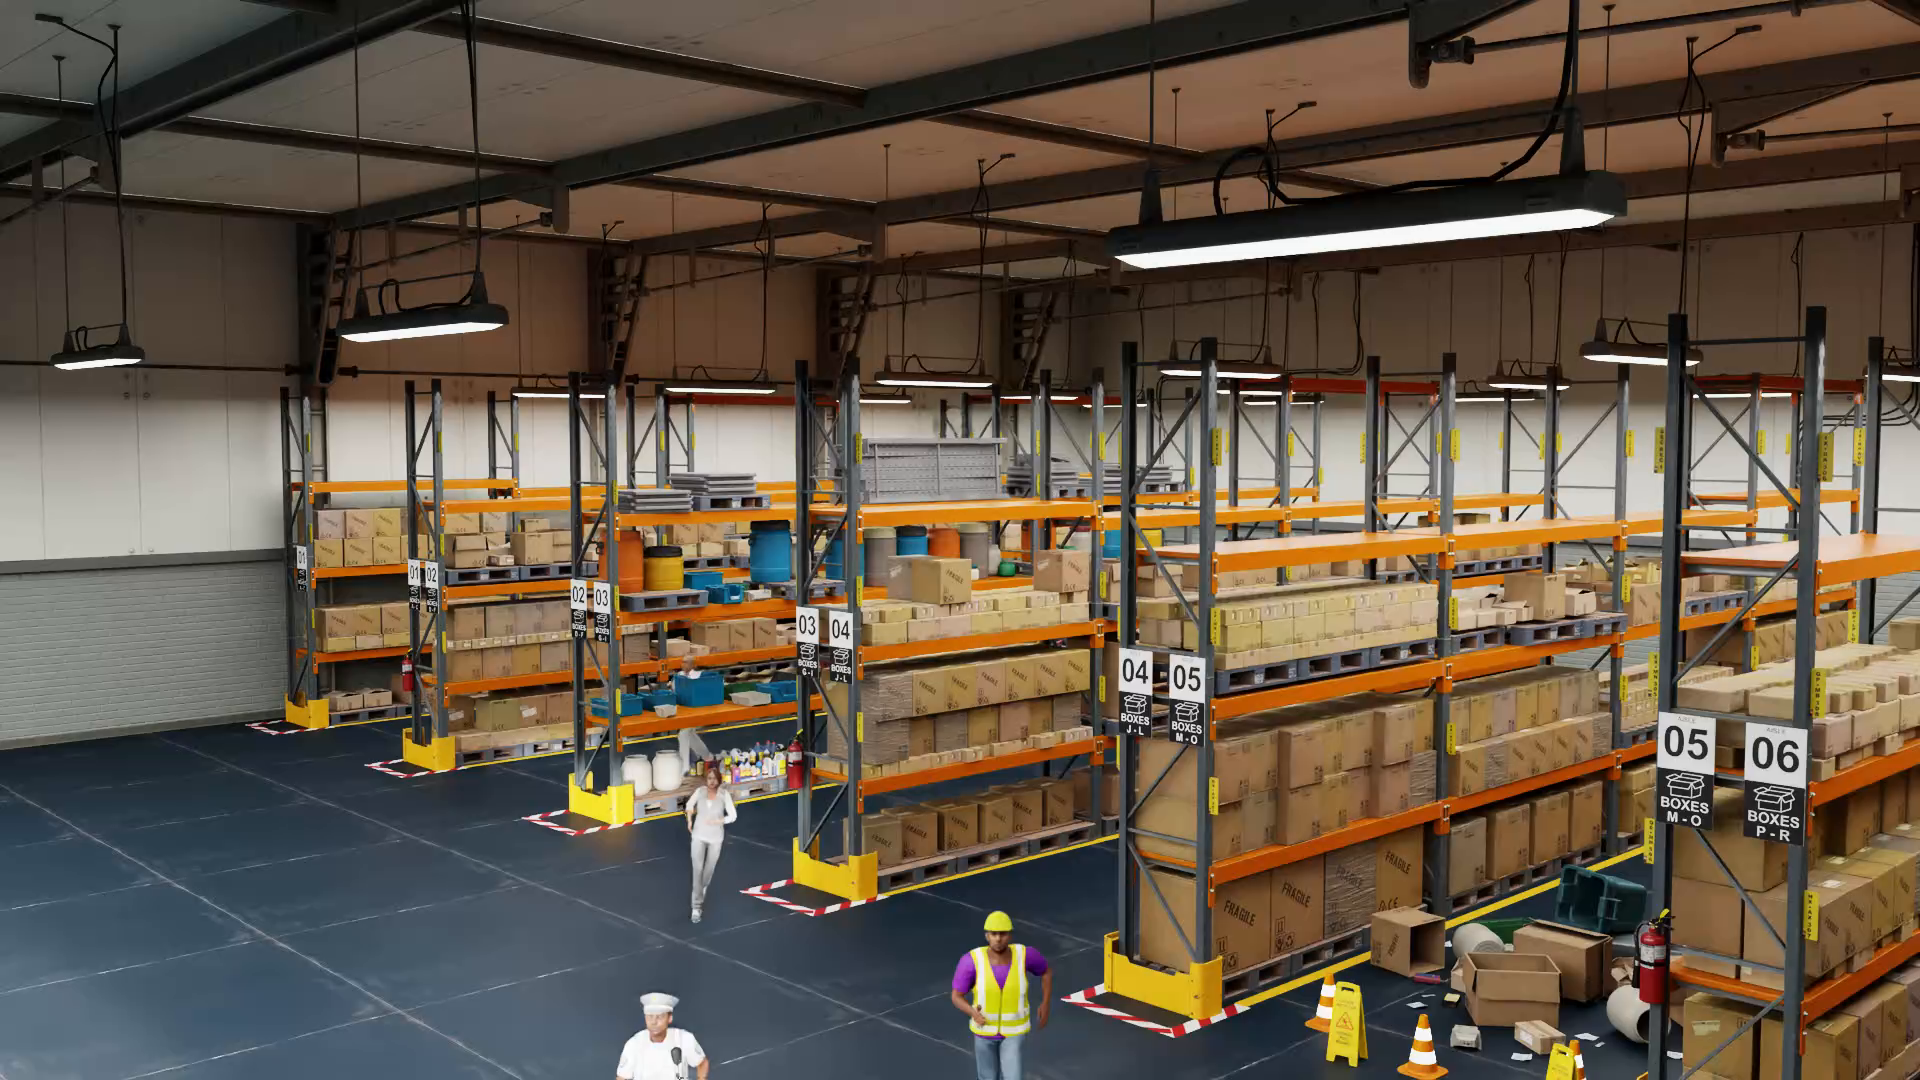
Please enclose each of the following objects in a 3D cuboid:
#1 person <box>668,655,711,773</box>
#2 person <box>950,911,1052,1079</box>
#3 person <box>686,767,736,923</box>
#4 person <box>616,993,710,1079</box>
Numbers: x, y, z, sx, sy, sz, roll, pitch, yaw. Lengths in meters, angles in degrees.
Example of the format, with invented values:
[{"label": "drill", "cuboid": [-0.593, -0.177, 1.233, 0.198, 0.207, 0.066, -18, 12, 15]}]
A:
[{"label": "person", "cuboid": [-4.100, 2.650, 25.207, 0.678, 1.829, 0.924, 3, 5, 41]}, {"label": "person", "cuboid": [0.294, 3.537, 11.837, 0.721, 1.814, 0.733, 0, 4, 3]}, {"label": "person", "cuboid": [-2.686, 3.283, 17.968, 0.550, 1.502, 0.825, 0, 4, -5]}, {"label": "person", "cuboid": [-1.884, 3.661, 10.546, 0.587, 1.702, 0.831, 0, 4, -7]}]
